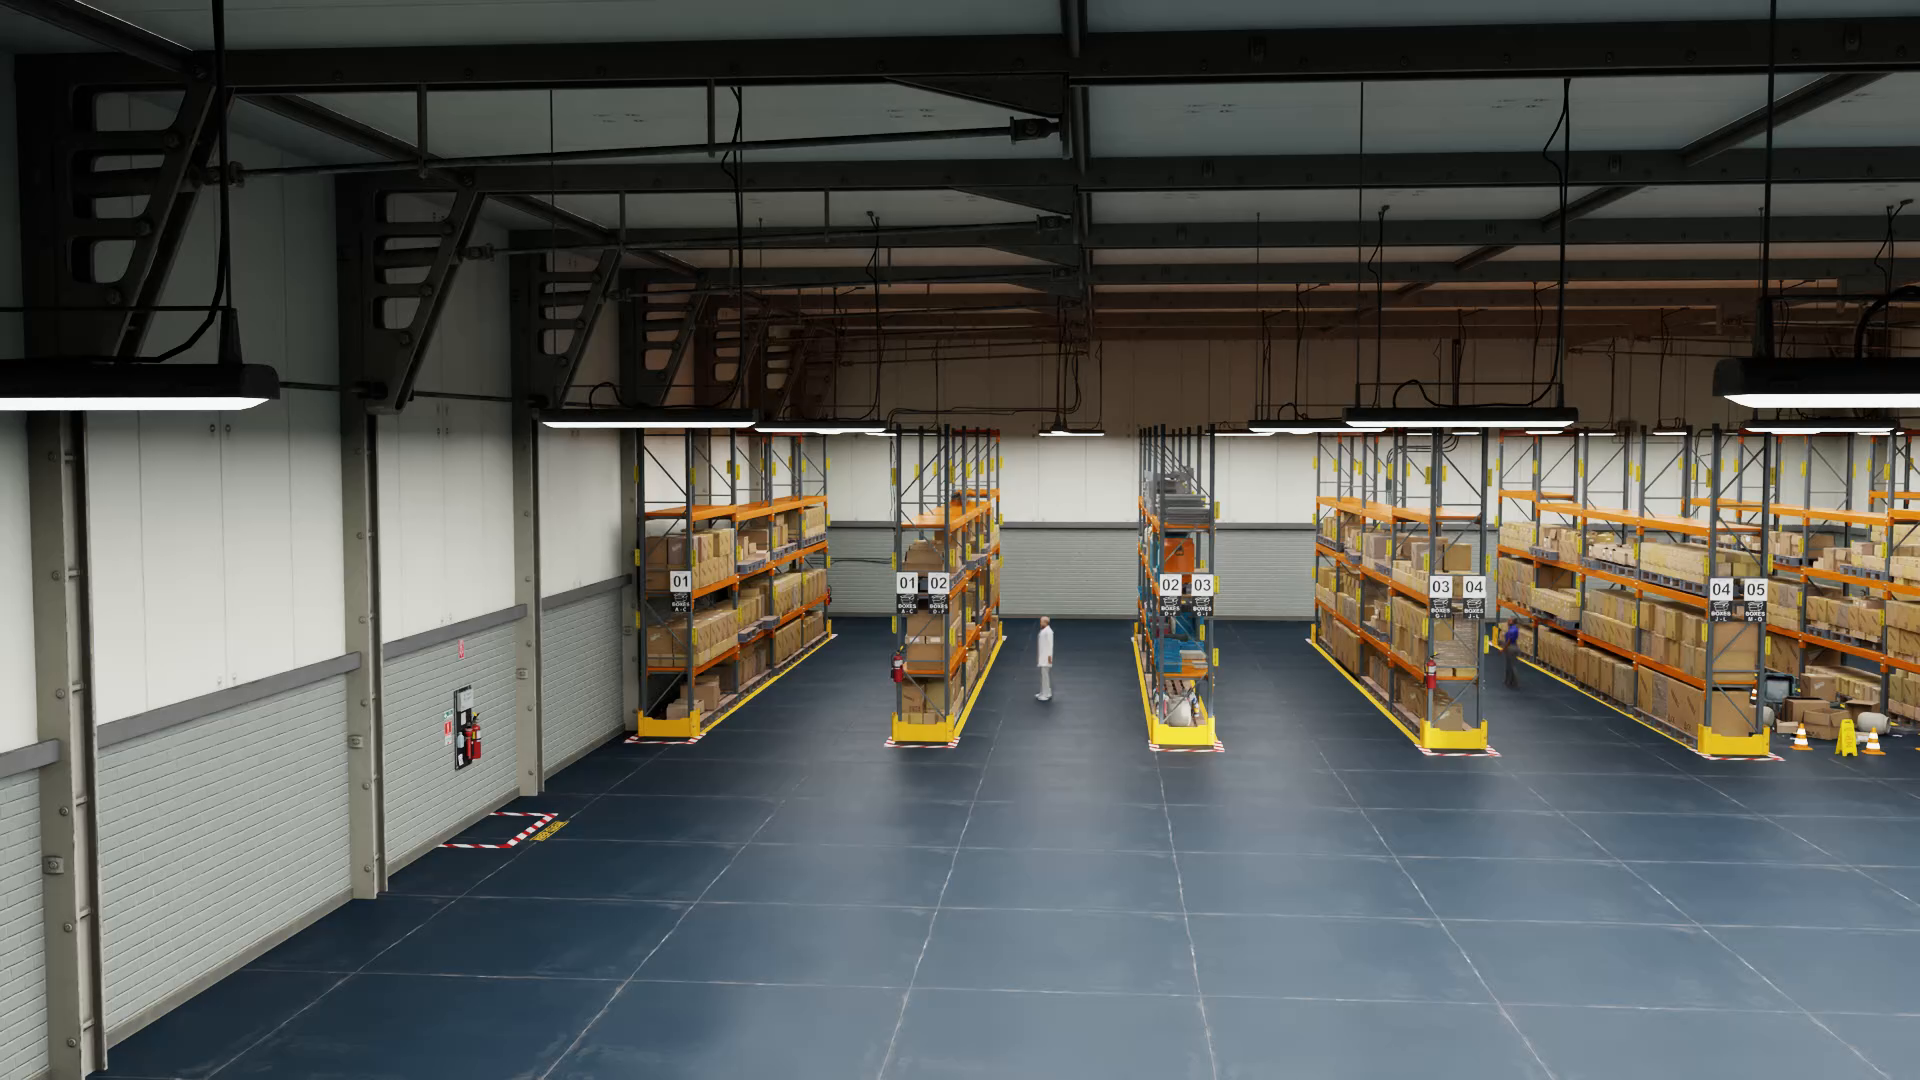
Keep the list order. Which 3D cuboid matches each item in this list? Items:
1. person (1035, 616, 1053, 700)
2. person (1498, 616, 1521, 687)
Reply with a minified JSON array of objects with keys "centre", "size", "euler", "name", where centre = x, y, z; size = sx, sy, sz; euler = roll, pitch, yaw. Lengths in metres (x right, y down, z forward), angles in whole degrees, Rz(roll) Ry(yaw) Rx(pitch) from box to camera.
[{"centre":[1.846,2.608,36.740],"size":[0.392,1.824,0.672],"euler":[-1,4,-9],"name":"person"},{"centre":[12.648,2.585,38.311],"size":[0.533,1.695,0.675],"euler":[-3,4,-37],"name":"person"}]
